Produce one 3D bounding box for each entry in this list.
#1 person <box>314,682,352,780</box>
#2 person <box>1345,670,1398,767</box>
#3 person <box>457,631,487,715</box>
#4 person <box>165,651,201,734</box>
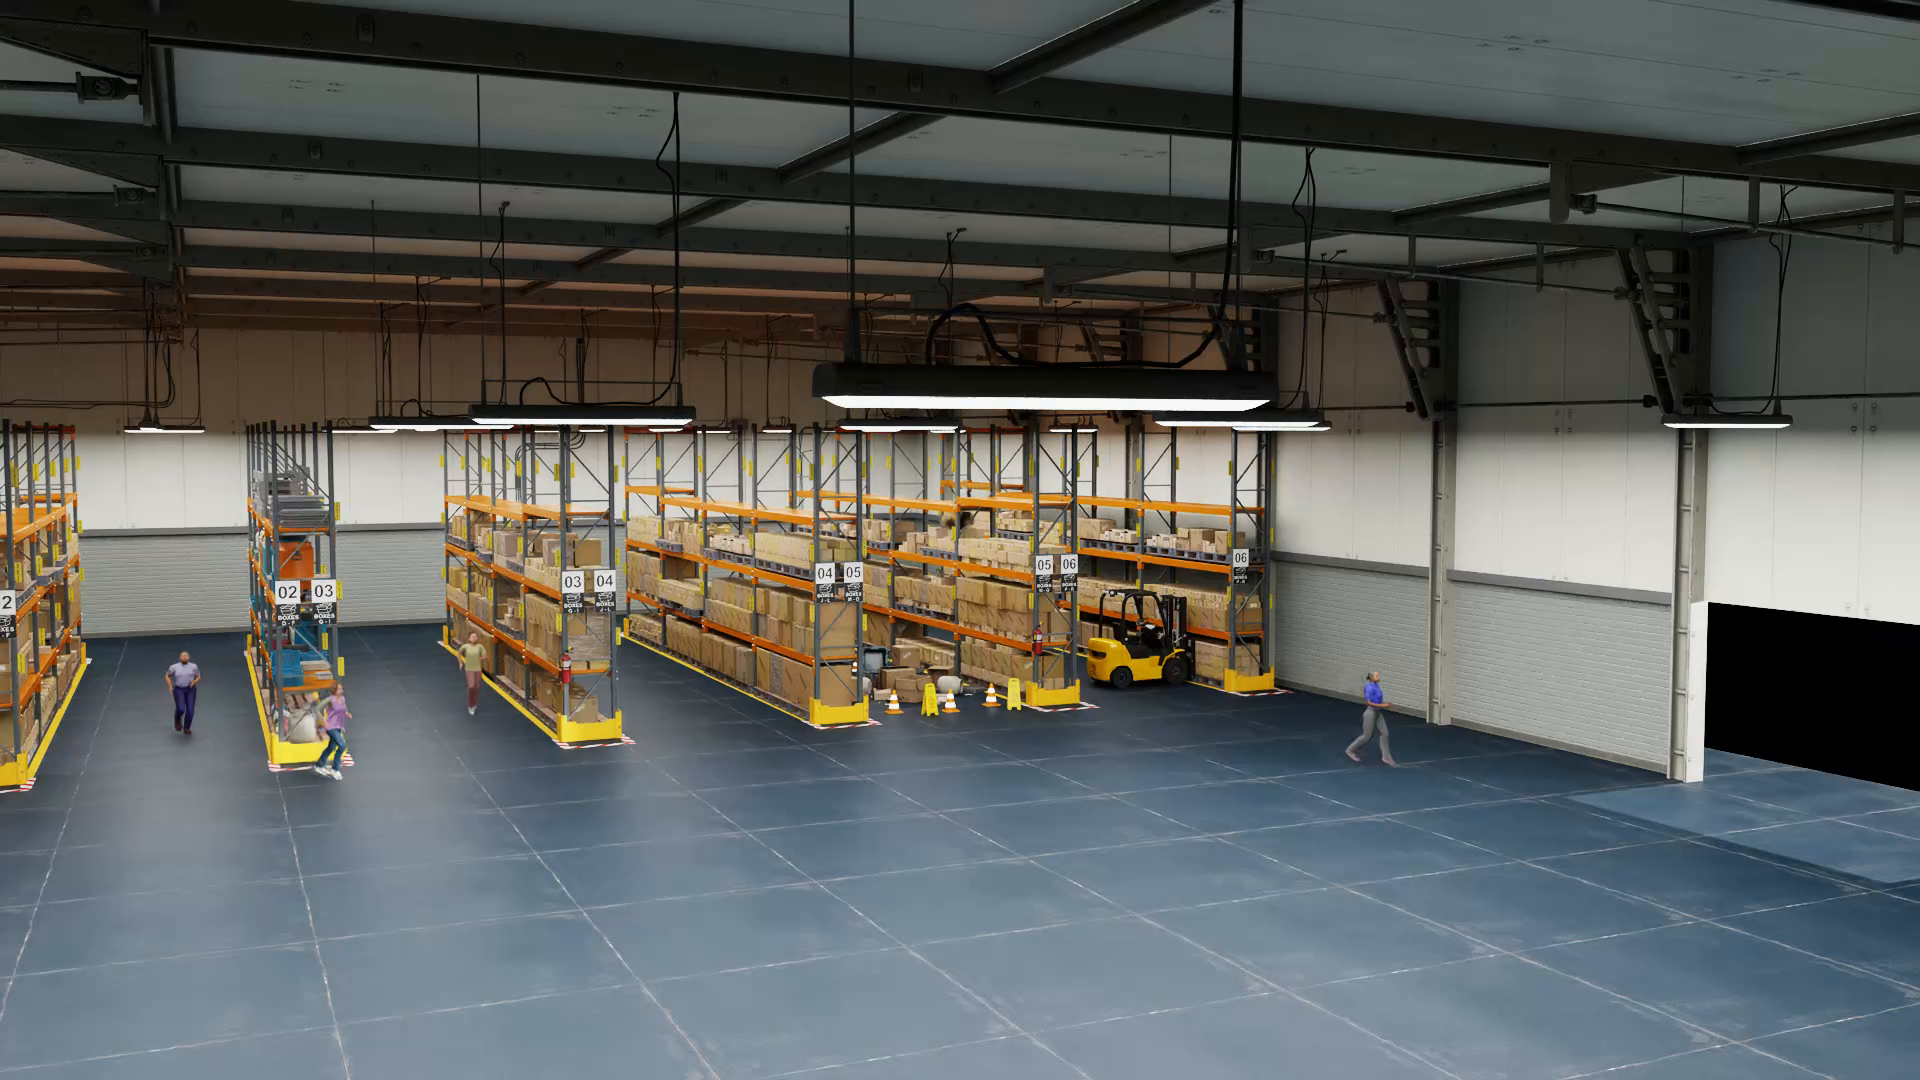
[{"bbox_3d":[-10.490,3.198,27.825,0.683,1.622,0.542,1,4,14],"label":"person"},{"bbox_3d":[7.164,3.089,28.914,0.895,1.688,0.587,2,4,31],"label":"person"},{"bbox_3d":[-10.061,2.740,34.371,0.543,1.720,0.723,-2,4,-31],"label":"person"},{"bbox_3d":[-14.851,2.931,31.867,0.606,1.588,0.556,-2,4,-34],"label":"person"}]
